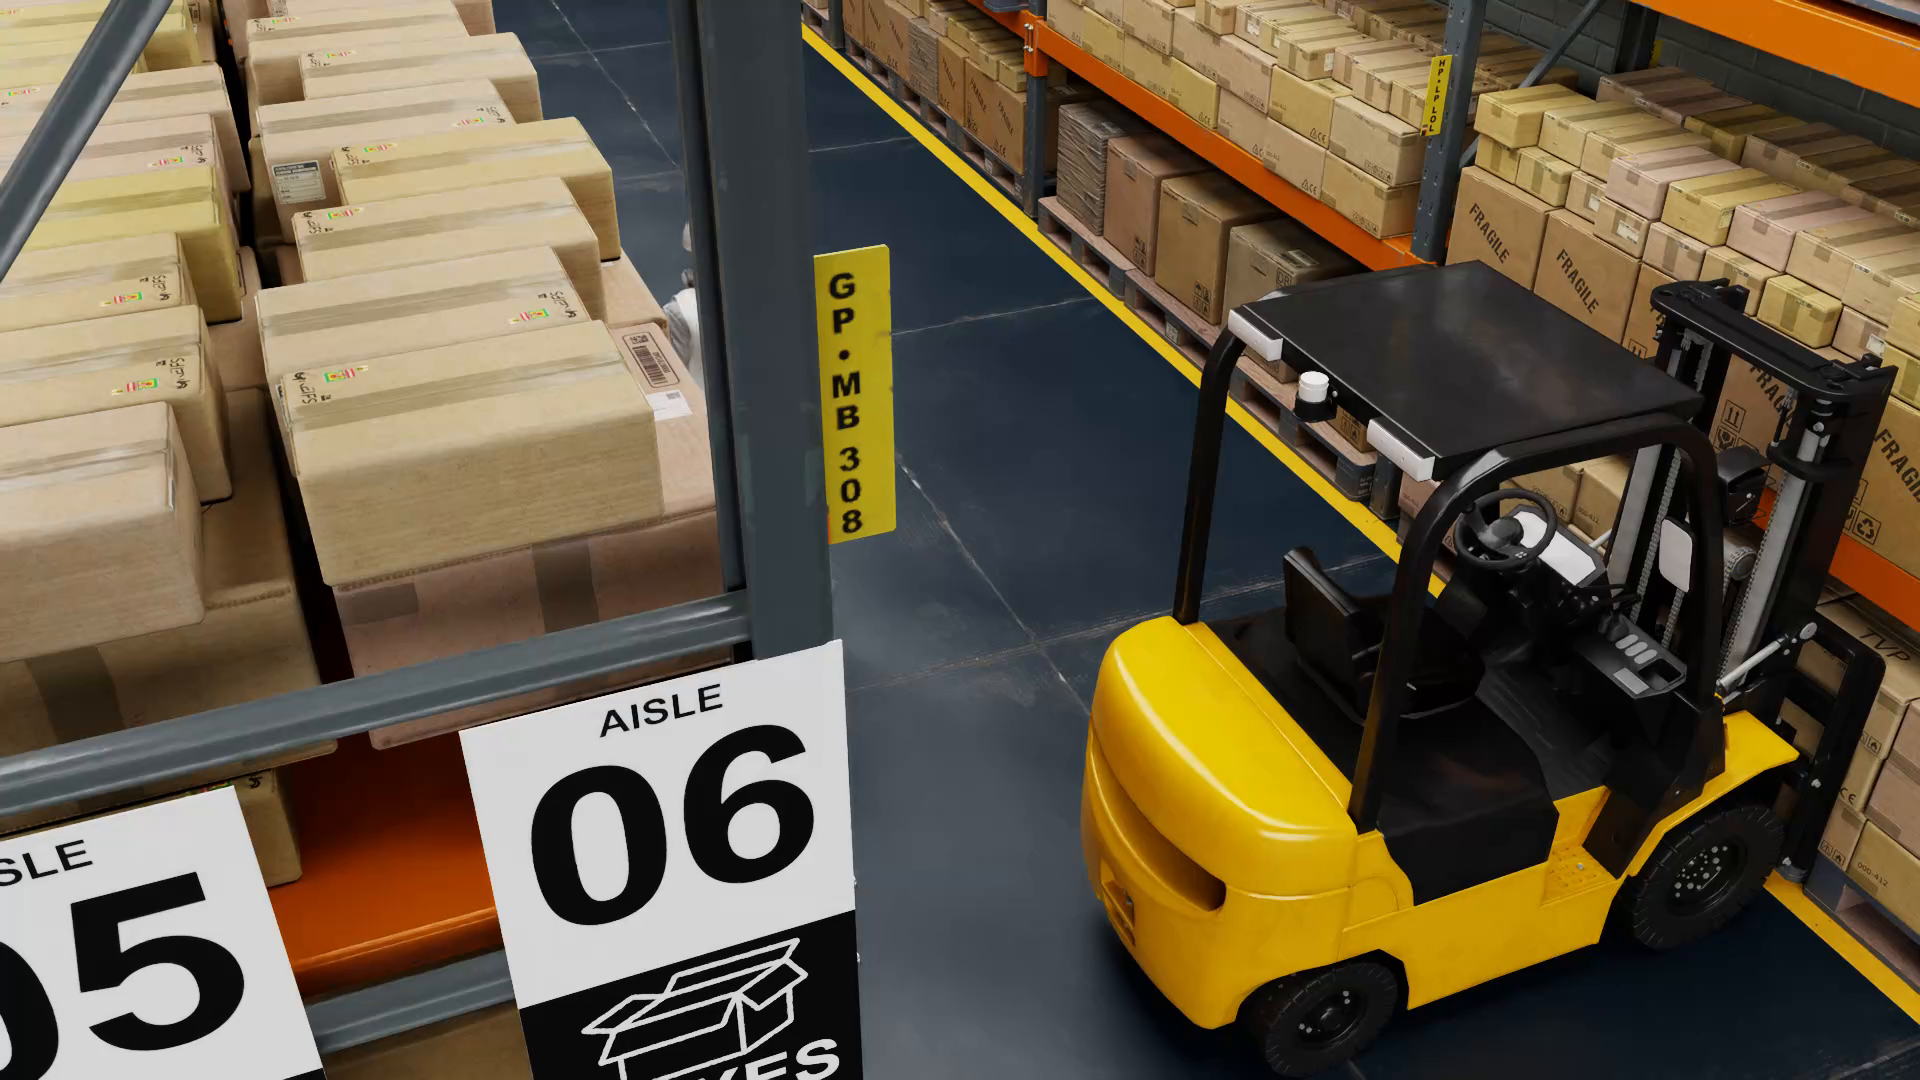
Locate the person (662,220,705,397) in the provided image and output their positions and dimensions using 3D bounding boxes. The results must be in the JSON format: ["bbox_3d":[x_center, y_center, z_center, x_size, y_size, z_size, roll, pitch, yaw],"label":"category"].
[{"bbox_3d":[-1.029,-0.531,6.912,0.590,1.793,0.460,-16,36,-23],"label":"person"}]
